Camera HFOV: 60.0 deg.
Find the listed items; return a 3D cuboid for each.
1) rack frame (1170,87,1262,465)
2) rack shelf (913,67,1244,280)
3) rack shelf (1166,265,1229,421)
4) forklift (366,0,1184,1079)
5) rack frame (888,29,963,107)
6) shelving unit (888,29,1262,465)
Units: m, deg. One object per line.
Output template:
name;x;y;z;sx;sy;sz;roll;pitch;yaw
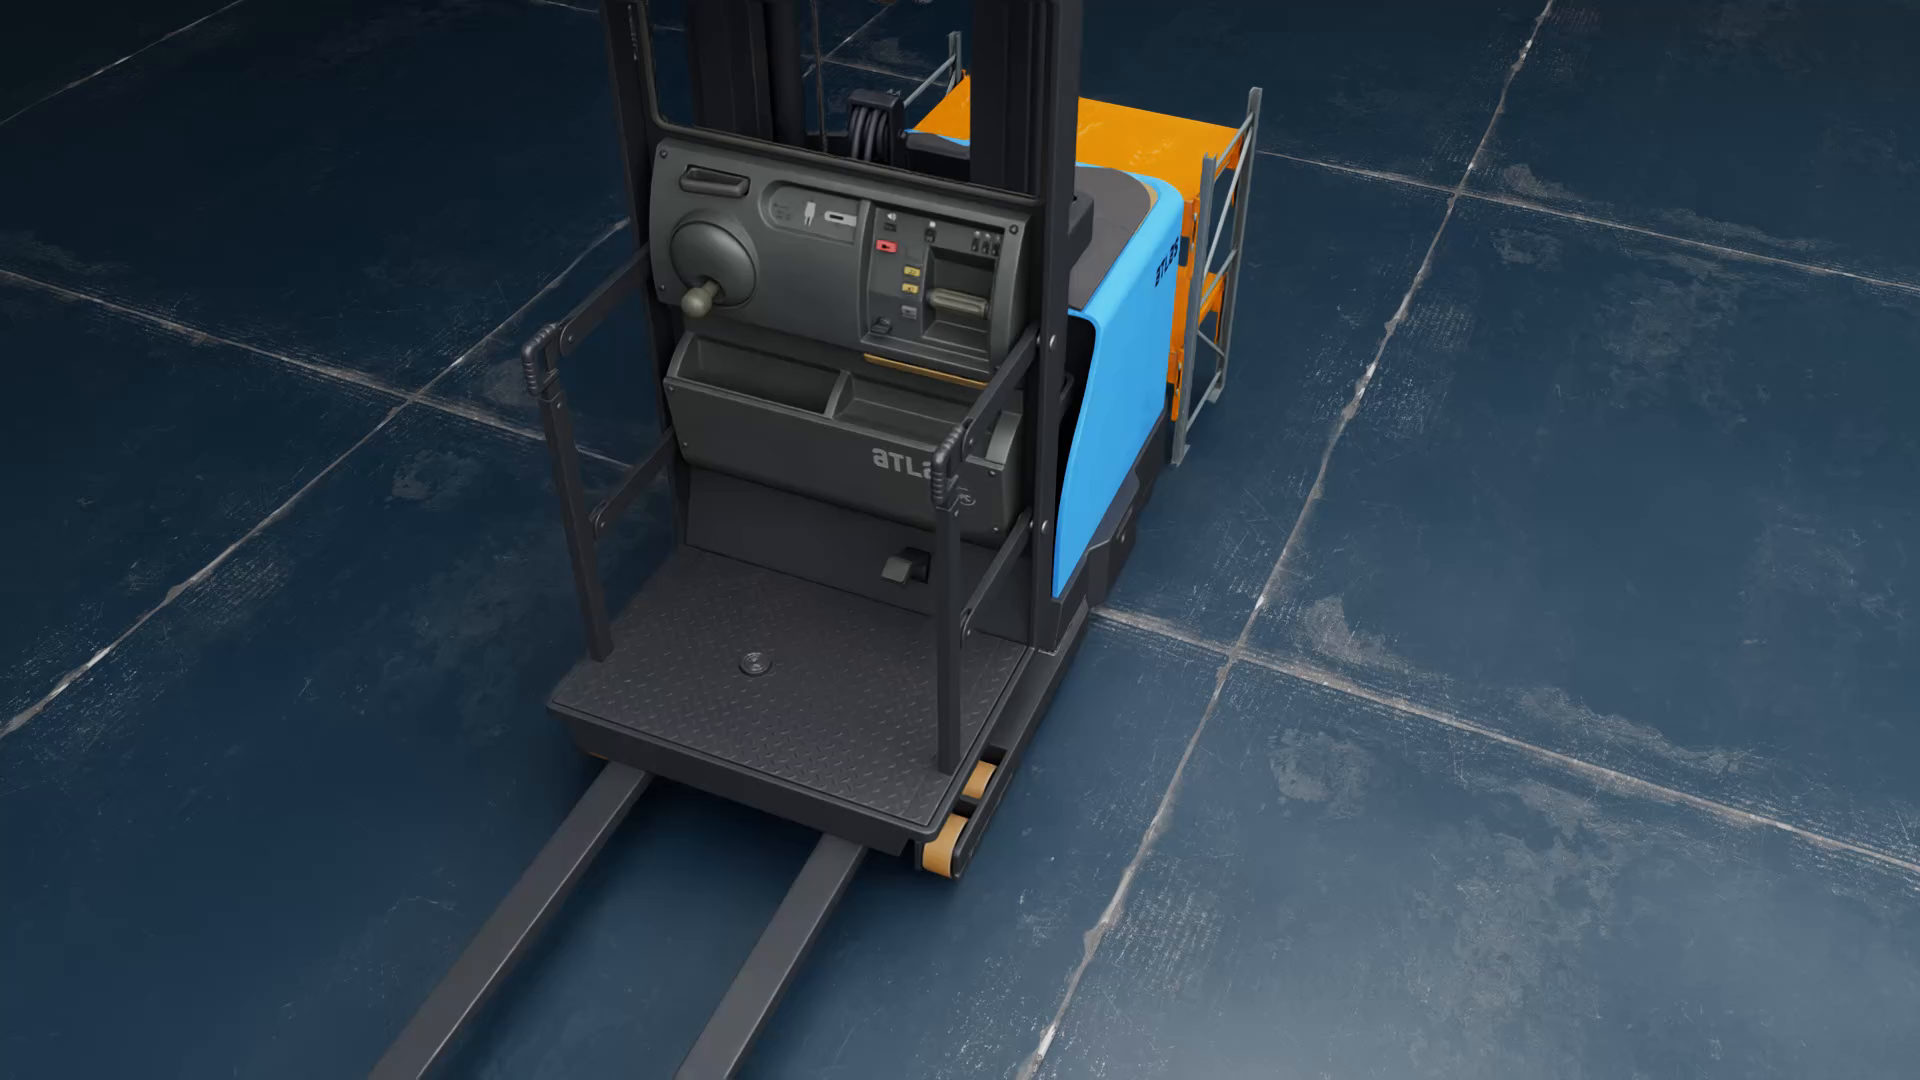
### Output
rack frame;0.819;-0.827;5.345;0.032;1.125;0.500;17;44;18
rack shelf;0.357;-1.186;5.313;1.000;0.278;0.538;17;44;18
rack shelf;0.357;-0.780;5.664;1.000;0.278;0.538;17;44;18
forklift;-0.378;-0.569;3.668;1.130;2.935;3.031;16;43;17
rack frame;-0.106;-1.103;5.663;0.032;1.125;0.500;17;44;18
shelving unit;0.357;-0.965;5.504;1.048;1.125;0.538;17;44;18
